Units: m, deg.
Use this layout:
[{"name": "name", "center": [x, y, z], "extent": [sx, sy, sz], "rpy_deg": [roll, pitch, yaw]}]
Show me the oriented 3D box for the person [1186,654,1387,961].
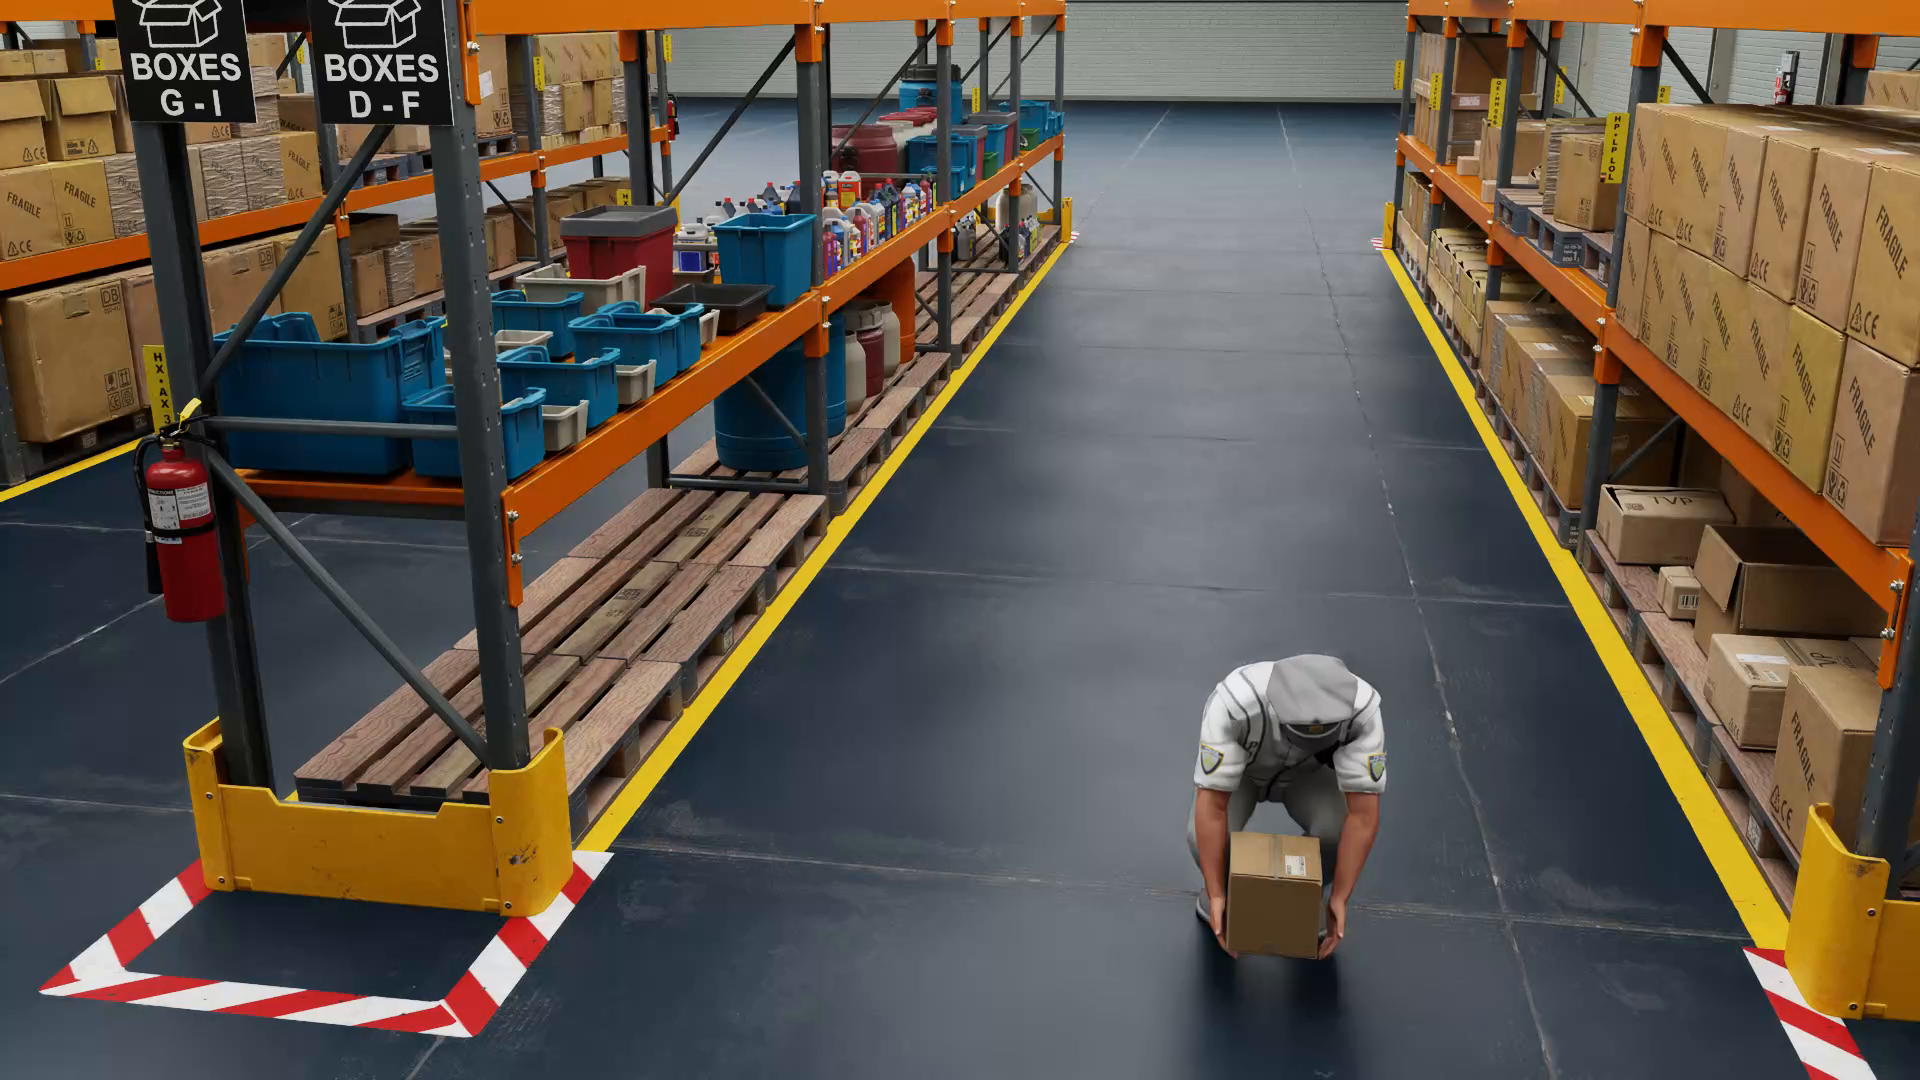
[{"name": "person", "center": [0.972, 0.725, 5.001], "extent": [0.565, 1.014, 0.912], "rpy_deg": [3, 18, 9]}]
